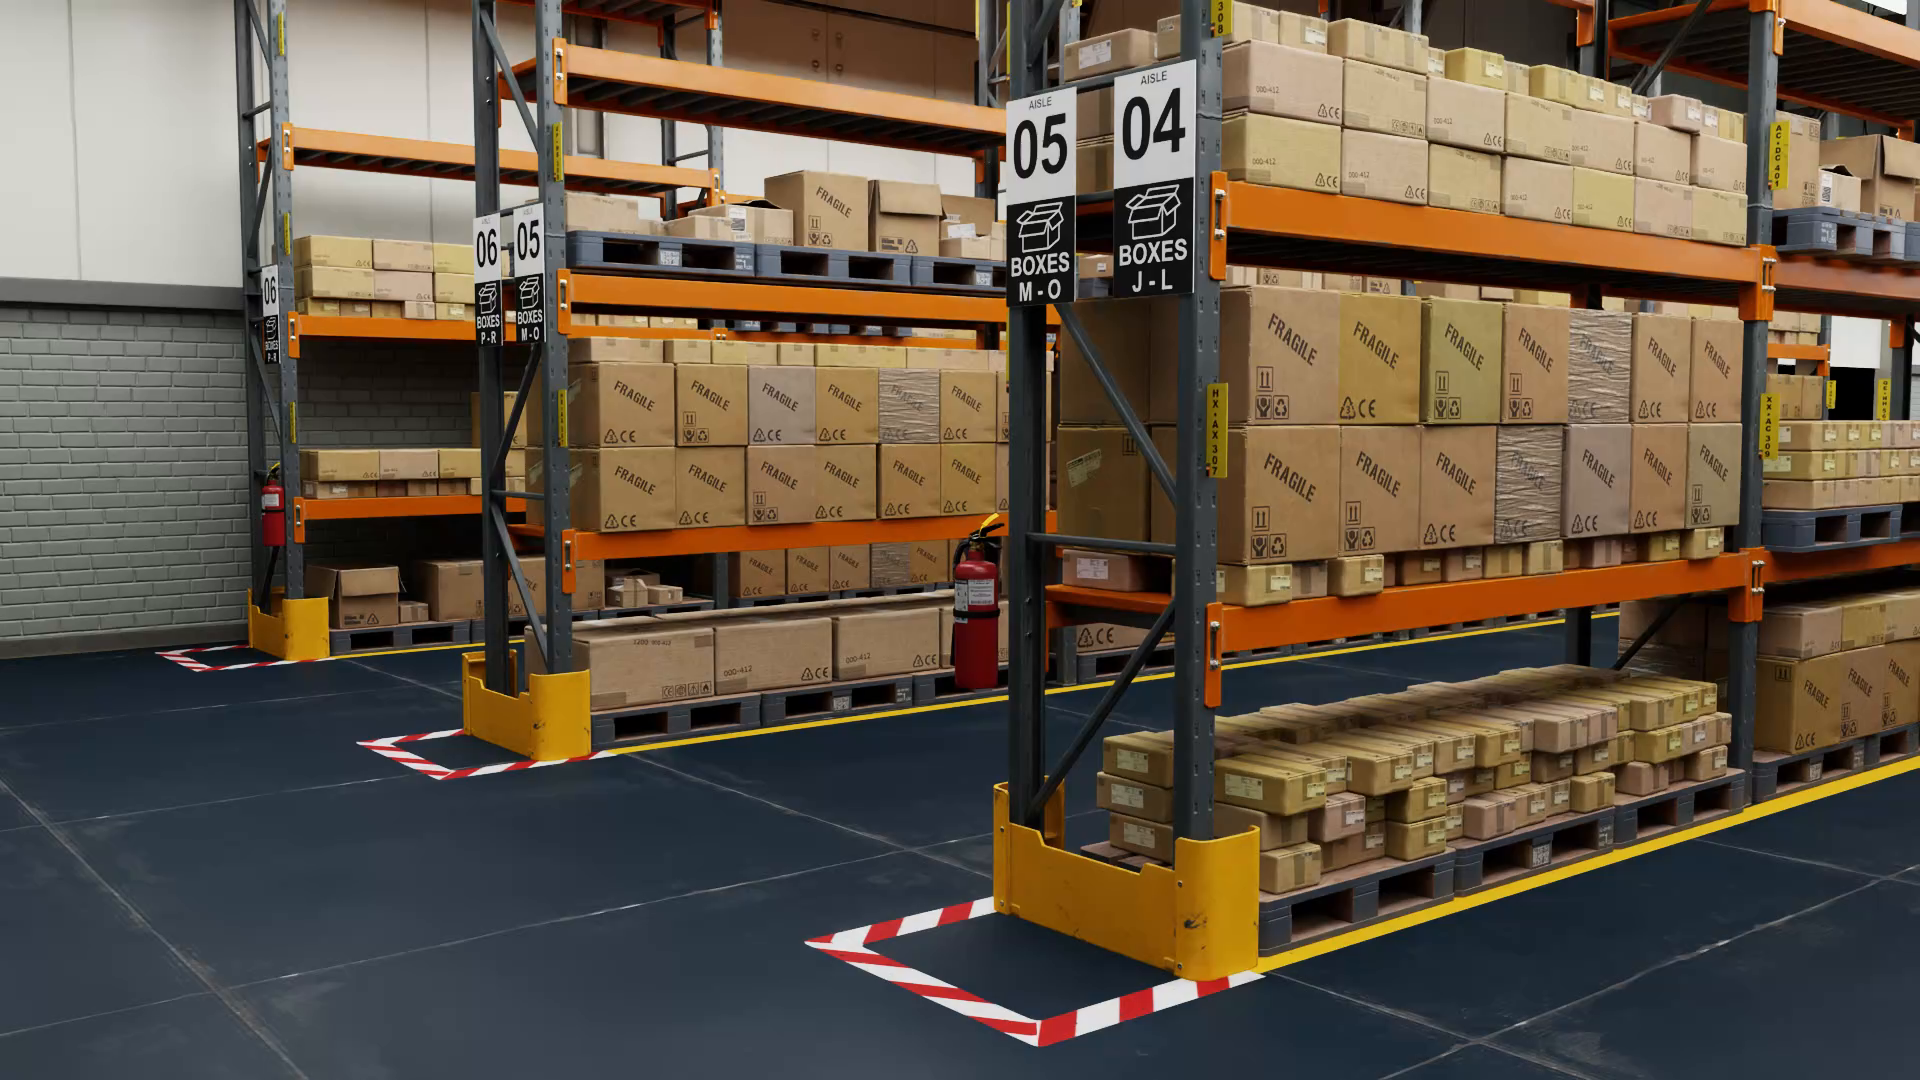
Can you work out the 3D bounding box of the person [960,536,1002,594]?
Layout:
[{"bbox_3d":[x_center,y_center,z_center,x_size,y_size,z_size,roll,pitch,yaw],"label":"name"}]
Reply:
[{"bbox_3d":[0.231,-0.047,16.153,0.566,1.639,0.409,-2,5,-29],"label":"person"}]
